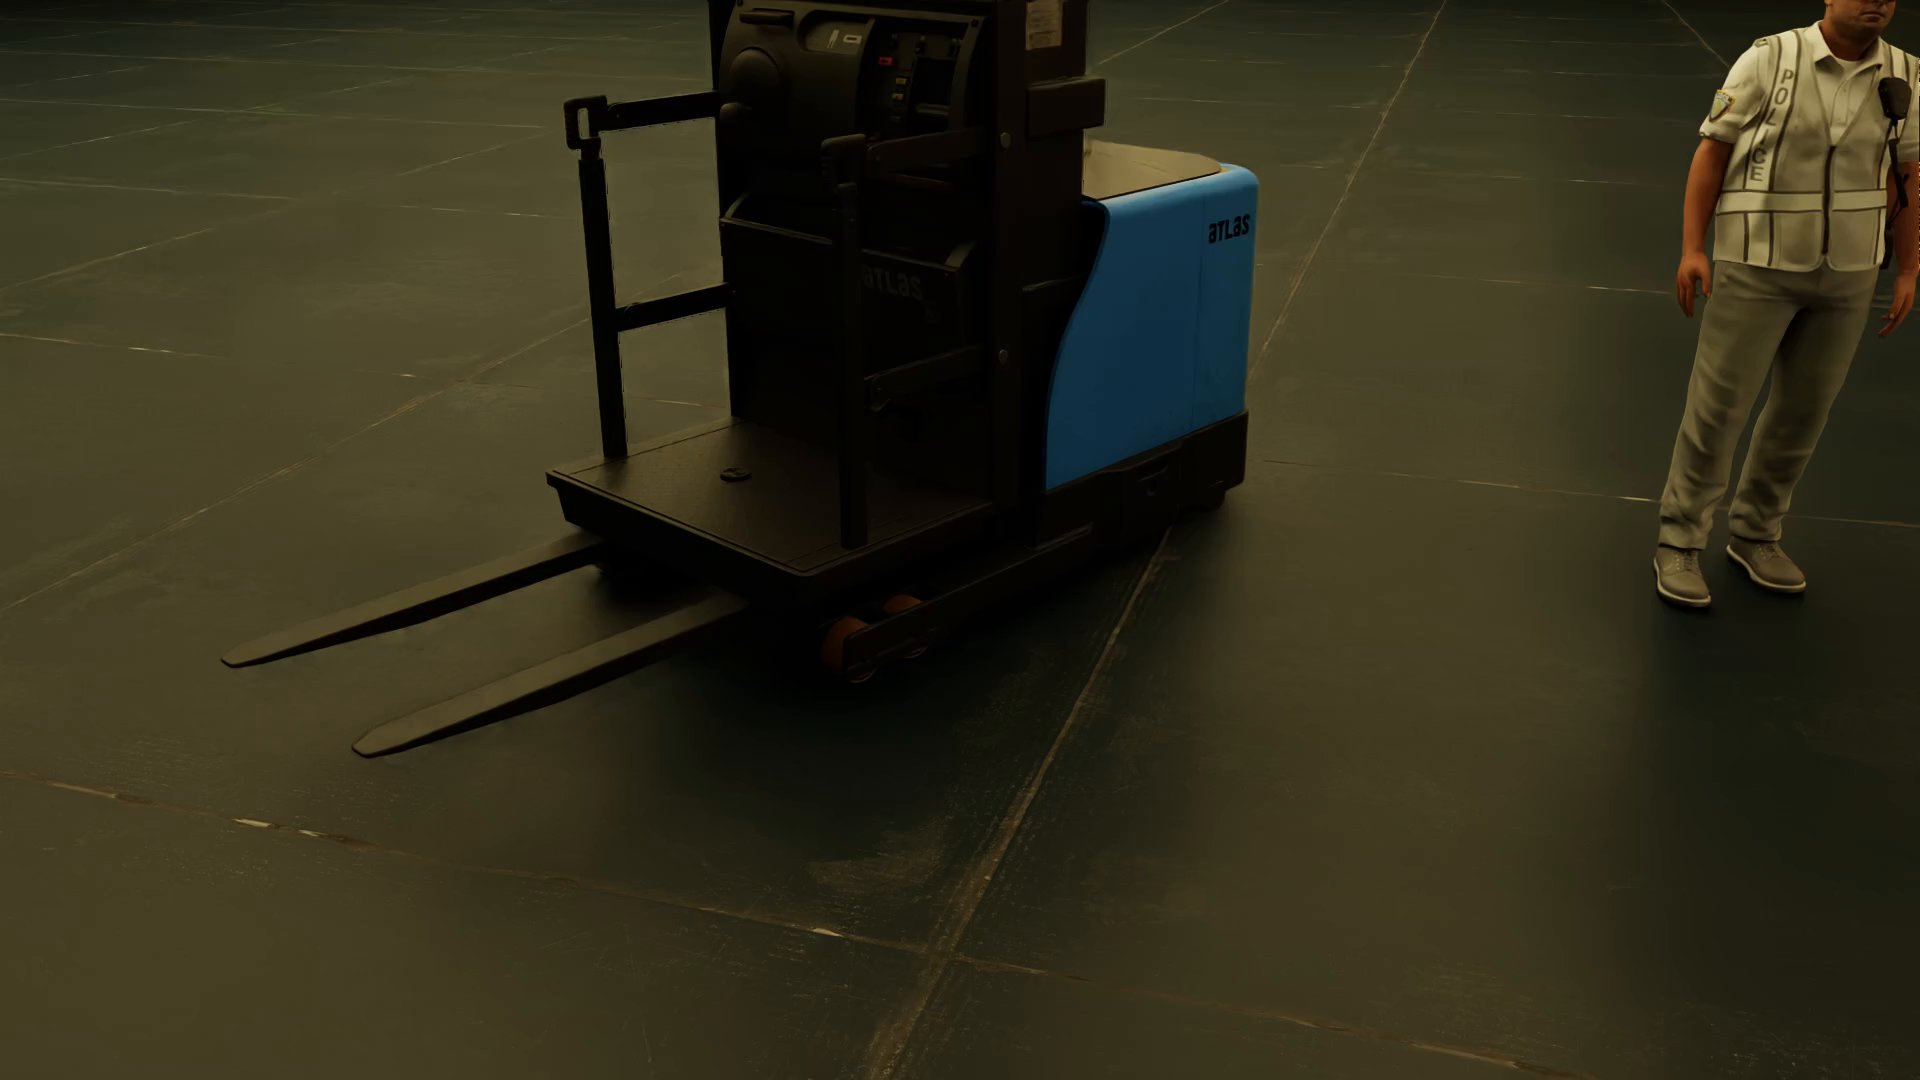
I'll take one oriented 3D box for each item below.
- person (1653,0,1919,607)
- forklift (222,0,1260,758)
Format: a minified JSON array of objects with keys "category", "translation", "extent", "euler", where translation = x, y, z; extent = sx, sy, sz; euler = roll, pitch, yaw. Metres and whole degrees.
[{"category":"person","translation":[2.301,-0.723,4.523],"extent":[0.647,1.782,0.573],"euler":[2,22,4]},{"category":"forklift","translation":[-0.445,-1.209,4.207],"extent":[1.130,2.935,3.031],"euler":[20,29,39]}]
